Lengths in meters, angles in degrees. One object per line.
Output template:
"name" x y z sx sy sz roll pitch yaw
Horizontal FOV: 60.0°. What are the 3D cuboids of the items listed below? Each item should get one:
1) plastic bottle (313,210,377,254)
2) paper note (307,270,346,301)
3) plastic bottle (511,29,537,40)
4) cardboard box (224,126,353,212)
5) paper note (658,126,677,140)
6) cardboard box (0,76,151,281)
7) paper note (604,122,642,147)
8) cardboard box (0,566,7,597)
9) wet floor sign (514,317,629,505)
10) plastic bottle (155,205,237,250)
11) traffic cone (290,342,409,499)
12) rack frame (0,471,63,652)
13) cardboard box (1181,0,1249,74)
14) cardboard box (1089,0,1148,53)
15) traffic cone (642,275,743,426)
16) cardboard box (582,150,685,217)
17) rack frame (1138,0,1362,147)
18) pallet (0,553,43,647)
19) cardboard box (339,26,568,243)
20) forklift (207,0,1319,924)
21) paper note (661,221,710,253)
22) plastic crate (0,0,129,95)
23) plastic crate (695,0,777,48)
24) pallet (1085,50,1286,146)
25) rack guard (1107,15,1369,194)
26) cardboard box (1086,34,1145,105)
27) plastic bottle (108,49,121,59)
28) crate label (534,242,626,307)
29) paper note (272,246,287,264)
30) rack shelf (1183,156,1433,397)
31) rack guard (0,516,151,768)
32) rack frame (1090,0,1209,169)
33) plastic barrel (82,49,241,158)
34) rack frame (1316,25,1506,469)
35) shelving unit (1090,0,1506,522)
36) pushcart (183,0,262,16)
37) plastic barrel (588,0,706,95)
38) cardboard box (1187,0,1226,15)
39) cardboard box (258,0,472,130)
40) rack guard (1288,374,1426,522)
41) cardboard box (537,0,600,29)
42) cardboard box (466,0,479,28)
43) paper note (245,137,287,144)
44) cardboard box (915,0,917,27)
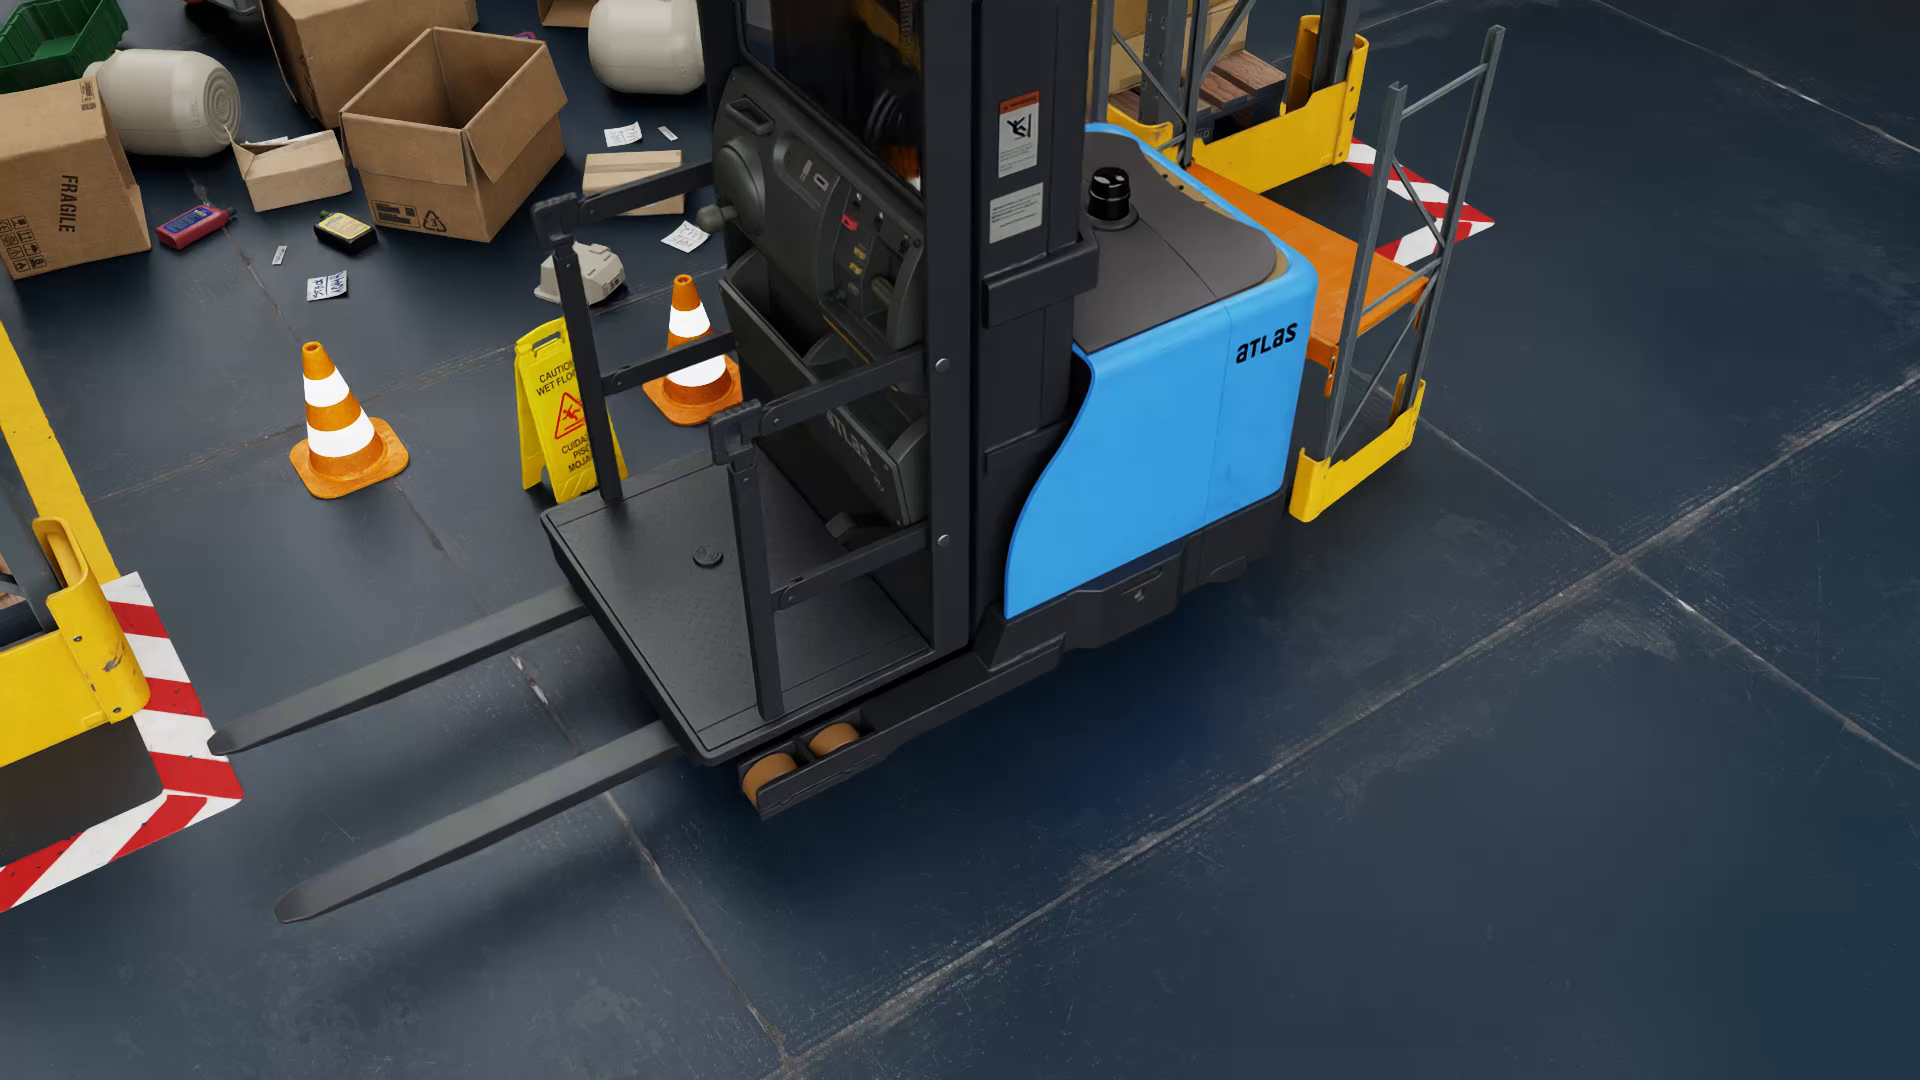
"plastic bottle" -2.413 -1.206 6.469 0.283 0.061 0.133 26 49 25
"paper note" -2.372 -0.955 6.229 0.144 0.017 0.142 -10 45 -11
"plastic bottle" -1.977 -2.238 7.550 0.133 0.061 0.283 -18 46 -18
"cardboard box" -2.685 -1.525 6.655 0.396 0.266 0.258 -18 46 -18
"paper note" -1.239 -1.725 7.049 0.032 0.001 0.123 -26 49 -24
"cardboard box" -3.449 -1.383 6.334 0.500 0.500 0.500 -18 46 -18
"paper note" -1.425 -1.718 7.036 0.148 0.019 0.142 -10 45 -11
"cardboard box" -3.333 -0.236 4.559 0.875 0.875 0.875 -25 49 -24
"wet floor sign" -1.250 -0.408 5.211 0.267 0.644 0.232 -35 53 -31
"plastic bottle" -2.982 -1.239 6.504 0.133 0.061 0.283 26 49 25
"traffic cone" -2.030 -0.438 5.374 0.336 0.463 0.334 -26 49 -24
"rack frame" -2.891 -0.494 3.595 1.000 3.000 0.127 -26 49 -24
"cardboard box" 0.877 -2.230 7.101 0.500 0.250 0.500 -26 49 -25
"cardboard box" 0.439 -2.286 6.617 0.500 0.500 0.500 -25 49 -24
"traffic cone" -0.909 -0.692 5.640 0.336 0.463 0.334 -26 49 -24
"cardboard box" -1.295 -1.420 6.629 0.380 0.149 0.250 -3 44 -4
"rack frame" 1.111 -2.507 5.704 1.000 3.000 0.127 -26 49 -24
"pallet" -3.413 0.092 5.000 1.003 0.211 1.213 -26 49 -24
"cardboard box" -1.970 -1.599 6.560 0.637 0.503 0.797 11 45 11
"forklift" -0.529 -0.743 3.906 3.031 2.935 1.130 -24 49 -23
"paper note" -1.062 -1.182 6.466 0.142 0.019 0.148 26 49 25
"plastic crate" -4.005 -2.182 7.359 0.450 0.188 0.662 -11 44 3
"plastic crate" -0.951 -2.503 7.814 0.583 0.080 0.402 26 49 25
"pallet" 0.632 -2.015 7.208 1.003 0.211 1.213 -26 49 -24
"rack guard" 1.068 -1.646 6.612 1.175 0.500 0.348 -26 49 -24
"cardboard box" 0.414 -2.029 6.891 0.500 0.250 0.500 -26 49 -25
"plastic bottle" -3.783 -2.137 7.444 0.283 0.061 0.133 18 47 18
"crate label" -1.409 -0.995 6.193 0.298 0.136 0.250 18 47 18
"paper note" -2.615 -1.096 6.390 0.032 0.001 0.123 -3 44 -4
"rack shelf" 0.949 -0.868 5.333 0.538 0.185 1.000 -33 53 -30
"rack guard" -2.877 0.423 4.444 1.175 0.500 0.348 -26 49 -24
"rack frame" 0.598 -1.251 5.474 0.500 1.500 0.032 -33 53 -30
"plastic barrel" -3.272 -1.791 6.820 0.512 0.421 0.421 4 44 4
"rack frame" 1.301 -0.744 4.943 0.500 1.500 0.032 -33 53 -30
"shelving unit" 0.943 -1.002 5.214 0.587 1.500 1.083 -33 53 -30
"pushcart" -3.019 -2.895 8.009 0.936 0.377 1.648 26 49 25
"plastic barrel" -1.312 -2.147 7.192 0.512 0.421 0.421 4 44 4
"cardboard box" 0.863 -2.515 6.856 0.500 0.500 0.500 -27 50 -26
"cardboard box" -2.512 -2.174 7.065 0.797 0.637 0.503 -26 49 -24
"rack guard" 1.288 -0.302 5.385 0.587 0.250 0.087 -33 53 -30
"cardboard box" -1.680 -2.725 7.740 0.500 0.500 0.500 4 44 4
"cardboard box" -2.471 -2.474 7.649 0.396 0.266 0.258 11 45 11
"paper note" -2.901 -1.637 6.948 0.172 0.023 0.155 -10 45 -11
"cardboard box" 0.138 -2.312 7.187 0.500 0.250 0.500 -26 49 -24
